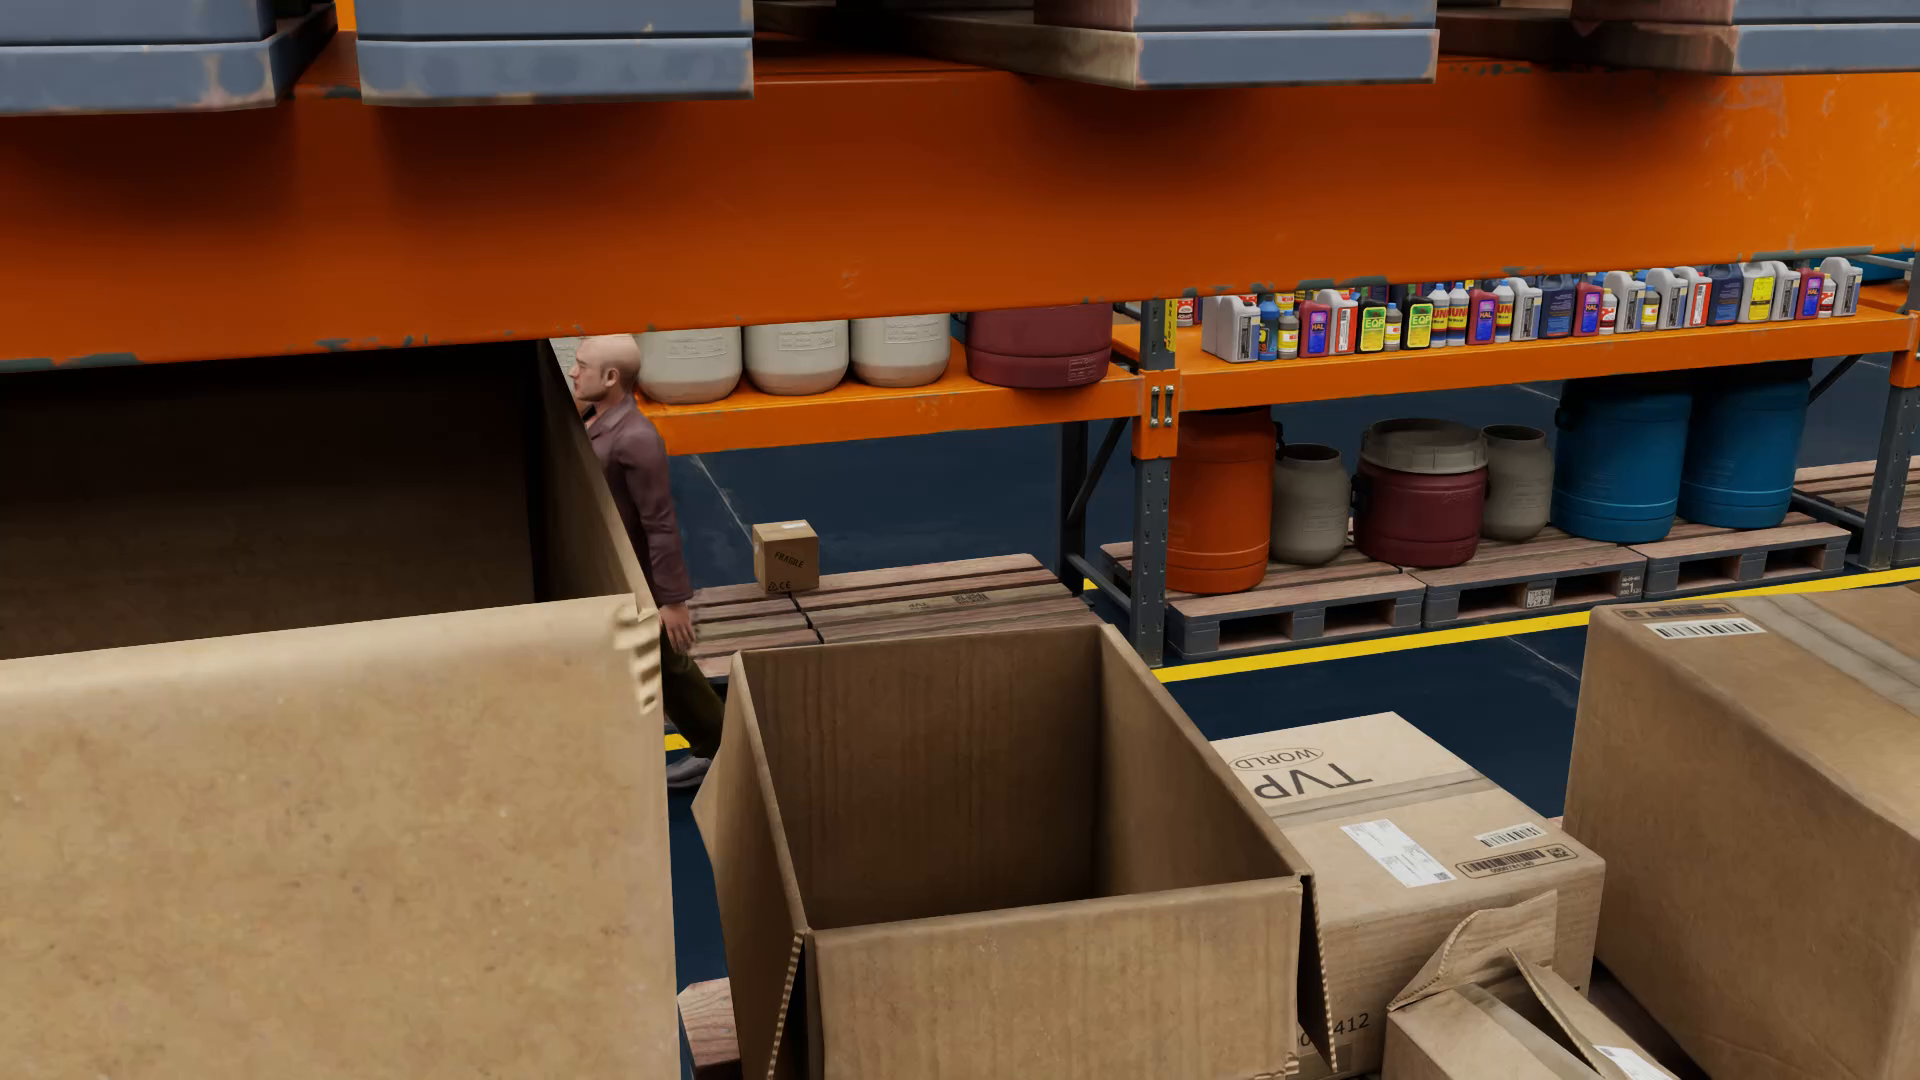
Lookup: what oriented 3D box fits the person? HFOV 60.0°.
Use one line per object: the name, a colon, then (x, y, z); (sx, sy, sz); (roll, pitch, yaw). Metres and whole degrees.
person: (-1.261, 0.137, 5.648); (1.122, 1.716, 0.621); (-7, 20, -20)
